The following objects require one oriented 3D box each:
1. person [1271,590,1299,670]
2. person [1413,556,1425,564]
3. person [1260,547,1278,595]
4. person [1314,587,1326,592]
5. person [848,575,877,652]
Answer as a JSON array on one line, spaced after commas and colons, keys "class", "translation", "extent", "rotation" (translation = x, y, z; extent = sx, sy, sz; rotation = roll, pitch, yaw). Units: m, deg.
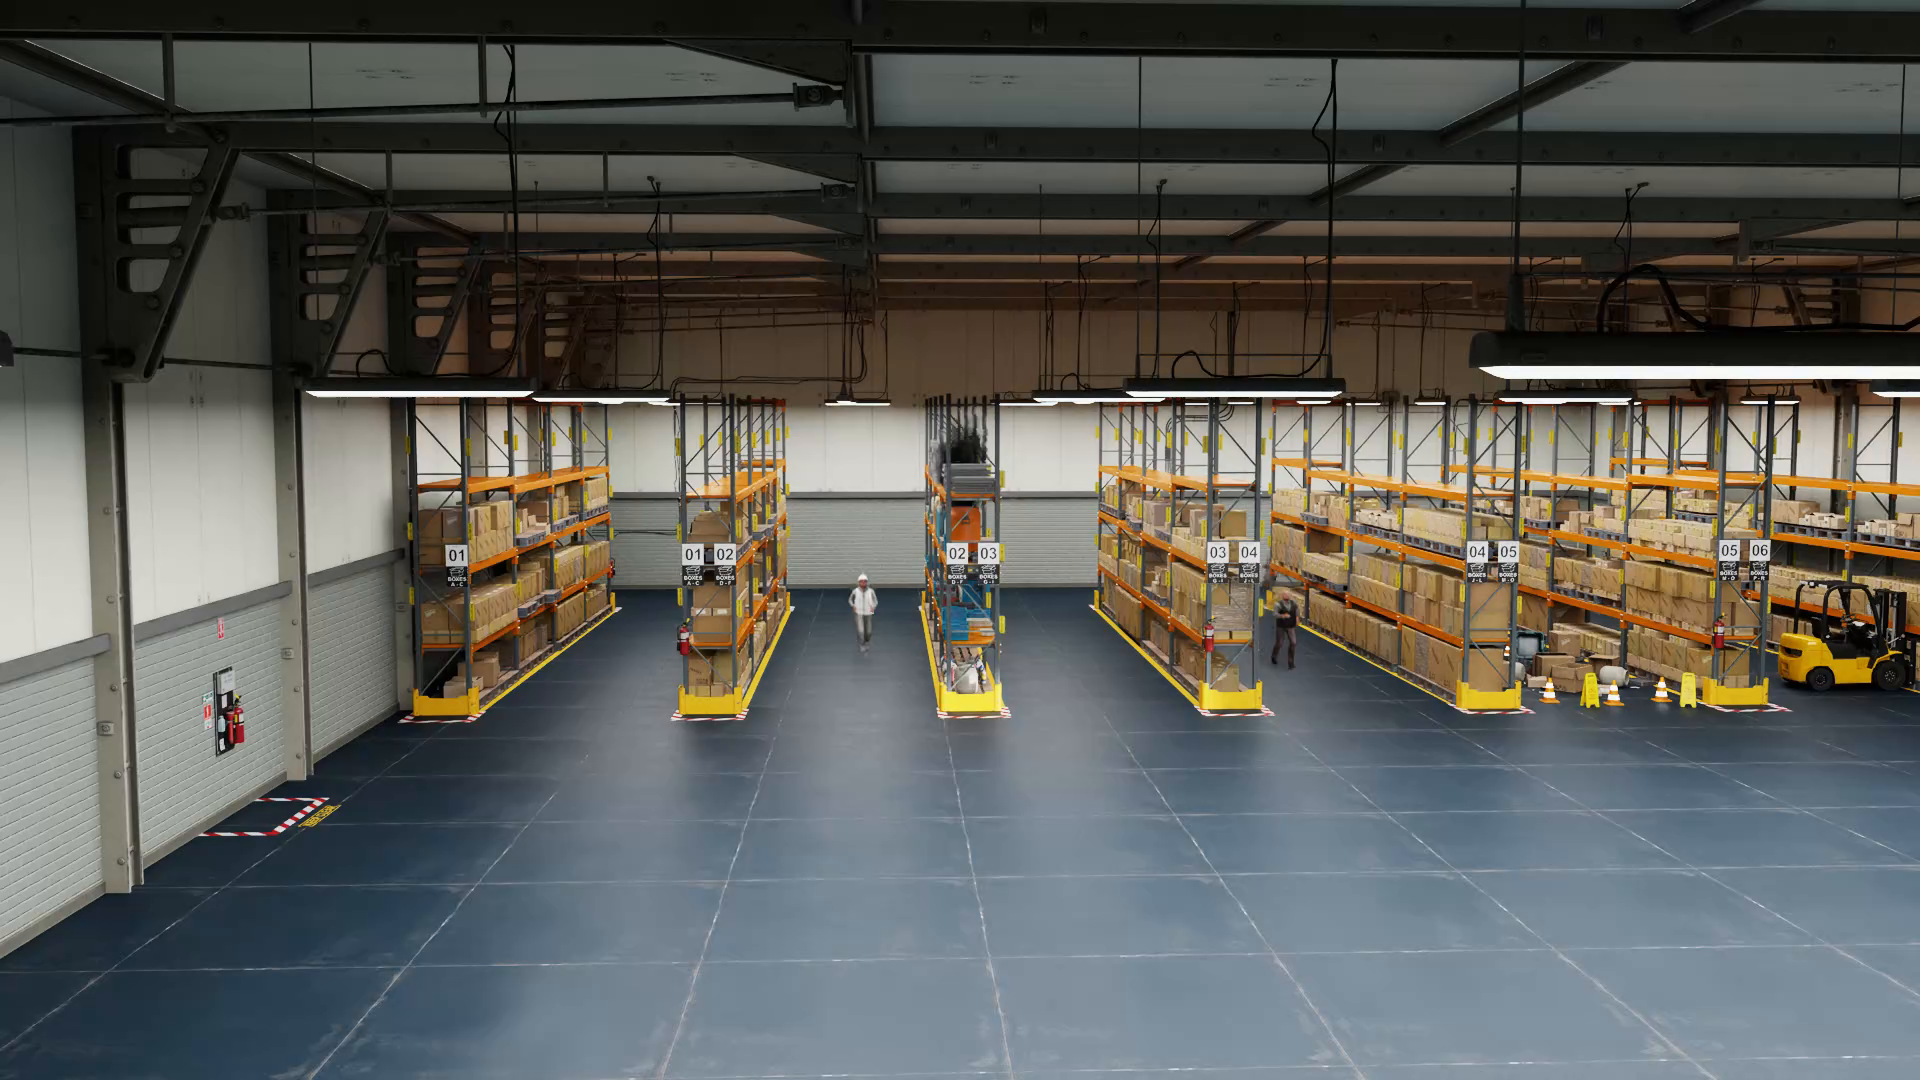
[{"class": "person", "translation": [7.187, 1.969, 36.715], "extent": [0.664, 1.770, 0.891], "rotation": [-1, 5, -7]}, {"class": "person", "translation": [13.685, 0.950, 49.393], "extent": [0.892, 1.814, 0.675], "rotation": [1, 5, 6]}, {"class": "person", "translation": [9.110, 0.996, 48.855], "extent": [0.631, 1.772, 0.729], "rotation": [0, 5, -4]}, {"class": "person", "translation": [10.542, 1.065, 48.388], "extent": [0.736, 1.699, 0.572], "rotation": [-3, 6, -36]}, {"class": "person", "translation": [-2.171, 1.653, 37.230], "extent": [0.659, 1.737, 0.565], "rotation": [-1, 5, -9]}]
